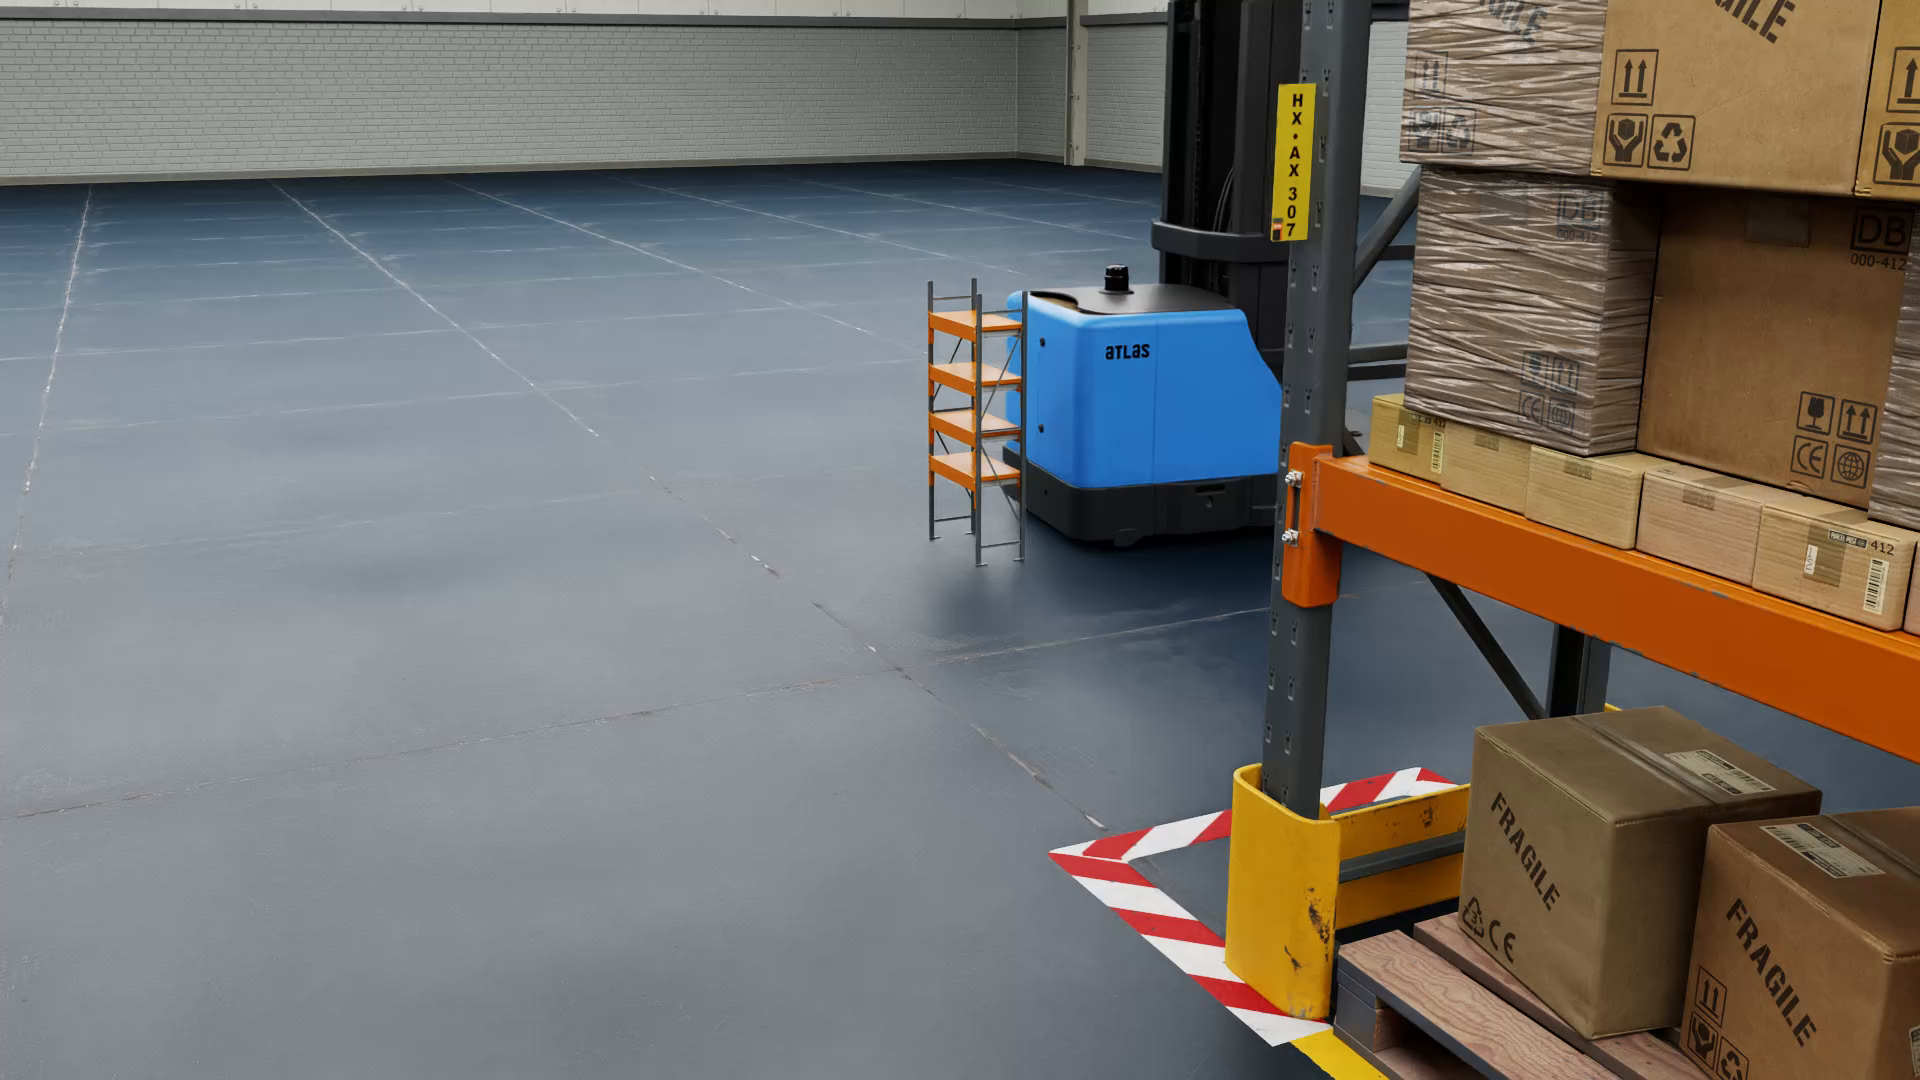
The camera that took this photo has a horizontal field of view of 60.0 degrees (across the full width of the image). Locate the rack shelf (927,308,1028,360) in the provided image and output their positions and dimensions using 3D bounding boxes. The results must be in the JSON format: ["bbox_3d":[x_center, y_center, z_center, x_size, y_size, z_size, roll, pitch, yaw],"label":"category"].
[{"bbox_3d":[0.073,-0.913,7.334,0.258,0.148,0.480,-8,18,-25],"label":"rack shelf"}]

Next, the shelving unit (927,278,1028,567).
[{"bbox_3d":[0.073,-0.536,7.442,0.258,1.200,0.503,-8,18,-25],"label":"shelving unit"}]

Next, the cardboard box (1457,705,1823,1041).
[{"bbox_3d":[1.458,0.705,3.628,0.500,0.500,0.500,-4,17,-15],"label":"cardboard box"}]

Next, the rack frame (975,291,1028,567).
[{"bbox_3d":[0.179,-0.475,7.231,0.240,1.200,0.015,-8,18,-25],"label":"rack frame"}]

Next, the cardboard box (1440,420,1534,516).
[{"bbox_3d":[1.203,-0.167,3.351,0.380,0.149,0.250,-8,18,-25],"label":"cardboard box"}]

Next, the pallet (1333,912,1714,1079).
[{"bbox_3d":[1.557,1.113,3.490,1.003,0.211,1.213,-8,18,-25],"label":"pallet"}]

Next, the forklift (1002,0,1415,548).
[{"bbox_3d":[1.786,-1.599,8.008,3.031,2.935,1.130,-5,17,-18],"label":"forklift"}]

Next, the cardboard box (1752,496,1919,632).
[{"bbox_3d":[1.530,0.019,2.703,0.380,0.149,0.250,-8,18,-25],"label":"cardboard box"}]

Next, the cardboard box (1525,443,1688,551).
[{"bbox_3d":[1.299,-0.104,3.129,0.380,0.149,0.250,-8,18,-25],"label":"cardboard box"}]

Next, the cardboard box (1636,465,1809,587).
[{"bbox_3d":[1.427,-0.044,2.922,0.380,0.149,0.250,-8,18,-25],"label":"cardboard box"}]

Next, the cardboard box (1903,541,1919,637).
[{"bbox_3d":[1.664,0.077,2.498,0.380,0.149,0.250,-8,18,-25],"label":"cardboard box"}]

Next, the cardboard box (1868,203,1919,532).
[{"bbox_3d":[1.923,-0.265,2.514,0.875,0.500,0.500,-8,18,-25],"label":"cardboard box"}]

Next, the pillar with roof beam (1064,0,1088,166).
[{"bbox_3d":[-1.370,-11.981,33.186,9.100,9.000,0.400,-8,18,-25],"label":"pillar with roof beam"}]

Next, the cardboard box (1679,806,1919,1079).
[{"bbox_3d":[1.751,0.849,3.126,0.500,0.500,0.500,-3,16,-10],"label":"cardboard box"}]

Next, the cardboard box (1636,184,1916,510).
[{"bbox_3d":[1.743,-0.394,2.964,0.875,0.500,0.500,-8,18,-25],"label":"cardboard box"}]

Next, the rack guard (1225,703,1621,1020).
[{"bbox_3d":[1.233,0.768,4.167,1.175,0.500,0.348,-8,18,-25],"label":"rack guard"}]

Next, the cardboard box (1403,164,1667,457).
[{"bbox_3d":[1.416,-0.503,3.346,0.875,0.500,0.500,-8,18,-25],"label":"cardboard box"}]

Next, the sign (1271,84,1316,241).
[{"bbox_3d":[0.712,-0.802,3.539,0.100,0.325,0.005,-8,18,-25],"label":"sign"}]

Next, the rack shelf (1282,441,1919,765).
[{"bbox_3d":[2.076,0.390,2.259,1.077,0.370,4.000,-8,18,-25],"label":"rack shelf"}]

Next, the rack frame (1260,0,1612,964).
[{"bbox_3d":[1.200,-0.452,3.888,1.000,3.000,0.127,-8,18,-25],"label":"rack frame"}]

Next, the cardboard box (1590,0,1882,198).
[{"bbox_3d":[1.409,-0.829,2.670,0.500,0.500,0.500,-8,18,-25],"label":"cardboard box"}]

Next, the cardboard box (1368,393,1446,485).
[{"bbox_3d":[1.110,-0.232,3.576,0.380,0.149,0.250,-8,18,-25],"label":"cardboard box"}]

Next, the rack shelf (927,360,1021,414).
[{"bbox_3d":[0.073,-0.686,7.399,0.258,0.148,0.480,-8,18,-25],"label":"rack shelf"}]

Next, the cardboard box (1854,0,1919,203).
[{"bbox_3d":[1.629,-0.706,2.238,0.500,0.500,0.500,-8,18,-25],"label":"cardboard box"}]

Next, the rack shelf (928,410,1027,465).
[{"bbox_3d":[0.073,-0.471,7.461,0.258,0.148,0.480,-8,18,-25],"label":"rack shelf"}]

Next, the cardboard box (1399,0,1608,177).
[{"bbox_3d":[1.196,-0.954,3.105,0.500,0.500,0.500,-8,18,-25],"label":"cardboard box"}]

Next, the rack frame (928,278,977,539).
[{"bbox_3d":[-0.034,-0.596,7.653,0.240,1.200,0.015,-8,18,-25],"label":"rack frame"}]

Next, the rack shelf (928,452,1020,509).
[{"bbox_3d":[0.073,-0.280,7.515,0.258,0.148,0.480,-8,18,-25],"label":"rack shelf"}]
